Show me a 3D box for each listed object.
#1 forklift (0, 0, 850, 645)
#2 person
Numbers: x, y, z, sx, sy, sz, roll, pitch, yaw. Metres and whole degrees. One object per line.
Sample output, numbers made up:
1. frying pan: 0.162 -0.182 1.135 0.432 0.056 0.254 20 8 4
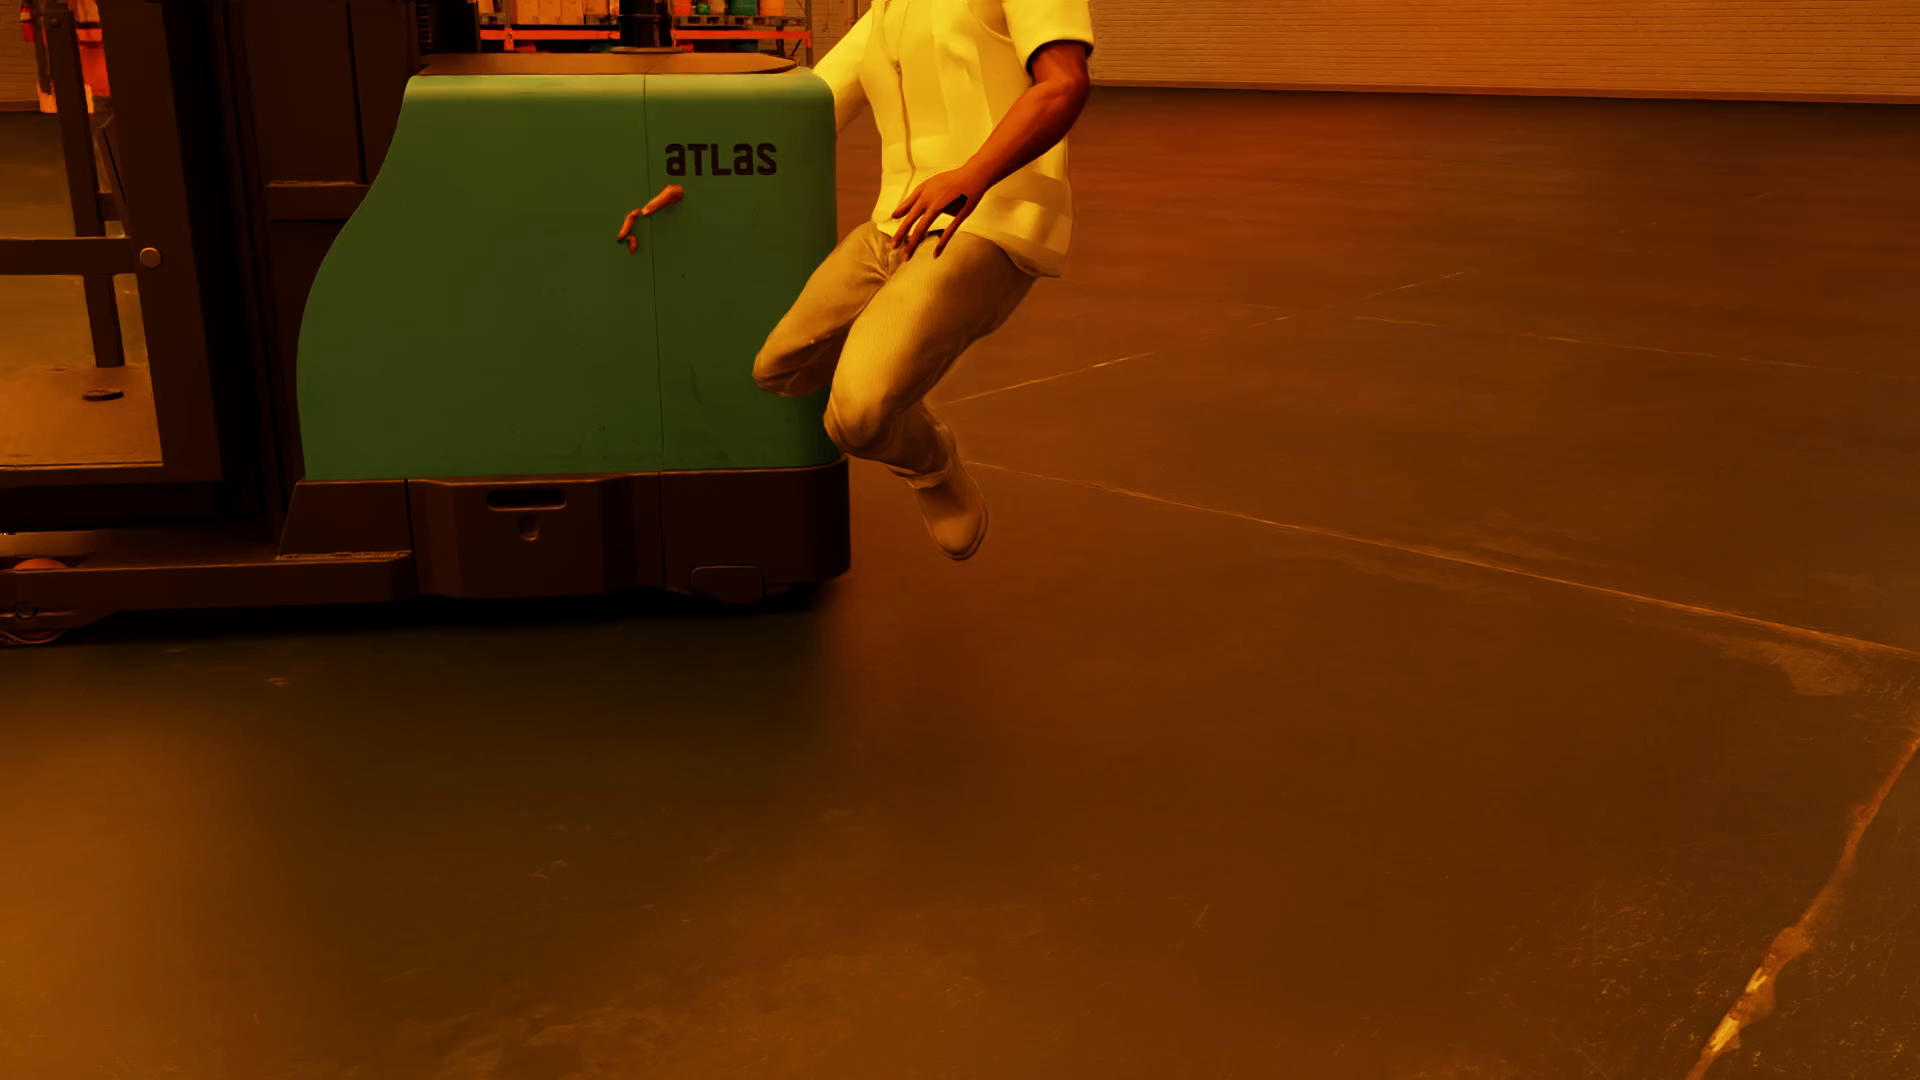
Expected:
1. forklift: -1.784 -1.353 3.353 3.031 2.935 1.130 -2 17 -6
2. person: -0.195 -0.587 3.124 0.745 1.614 0.796 -10 20 -31
